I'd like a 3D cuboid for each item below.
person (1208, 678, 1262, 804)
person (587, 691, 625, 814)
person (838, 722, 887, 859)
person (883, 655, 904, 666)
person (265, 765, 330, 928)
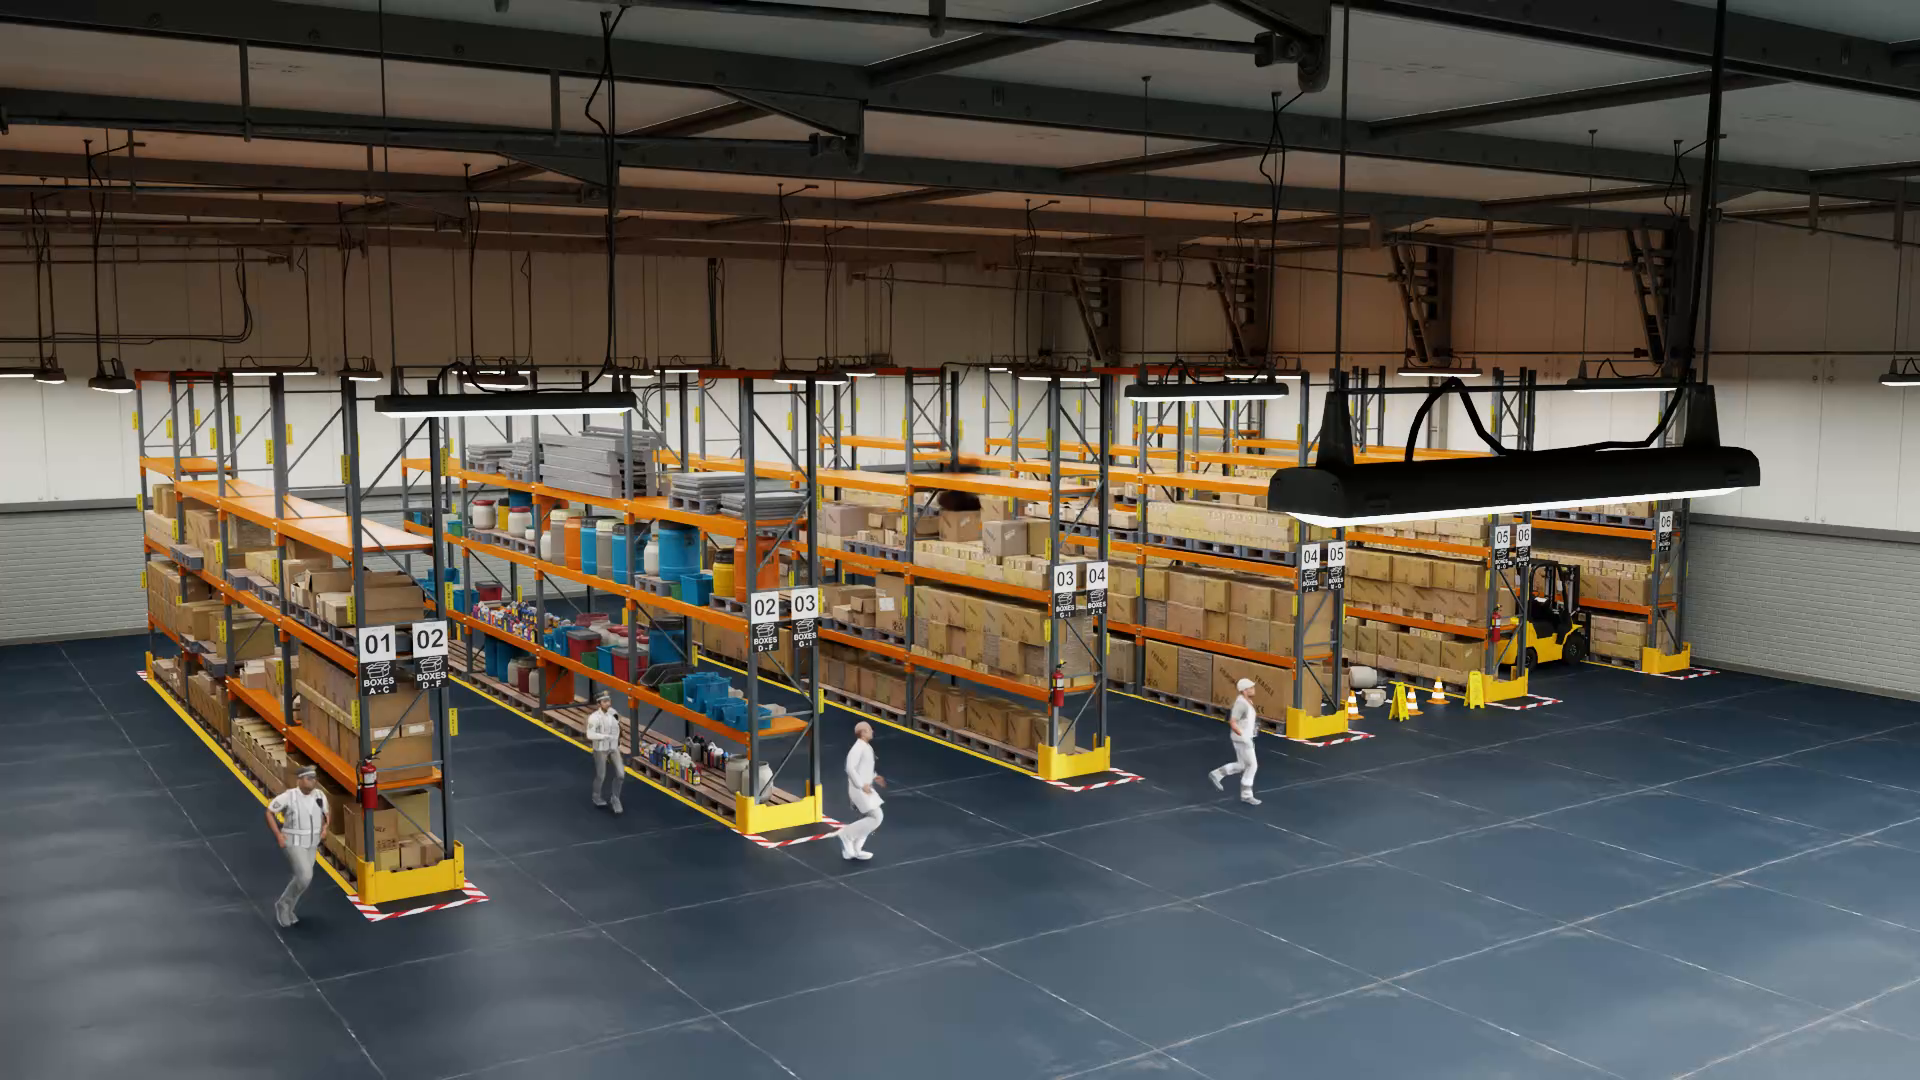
[{"bbox_3d":[3.884,2.817,23.439,0.770,1.783,0.655,2,7,14],"label":"person"},{"bbox_3d":[-4.873,2.919,22.921,0.590,1.740,0.726,-5,8,-37],"label":"person"},{"bbox_3d":[-1.226,3.134,20.878,0.612,1.718,0.712,0,6,-2],"label":"person"},{"bbox_3d":[-1.214,1.803,32.496,0.657,1.735,0.594,-6,9,-41],"label":"person"},{"bbox_3d":[-7.307,3.390,18.527,0.603,1.762,0.690,4,7,30],"label":"person"}]
